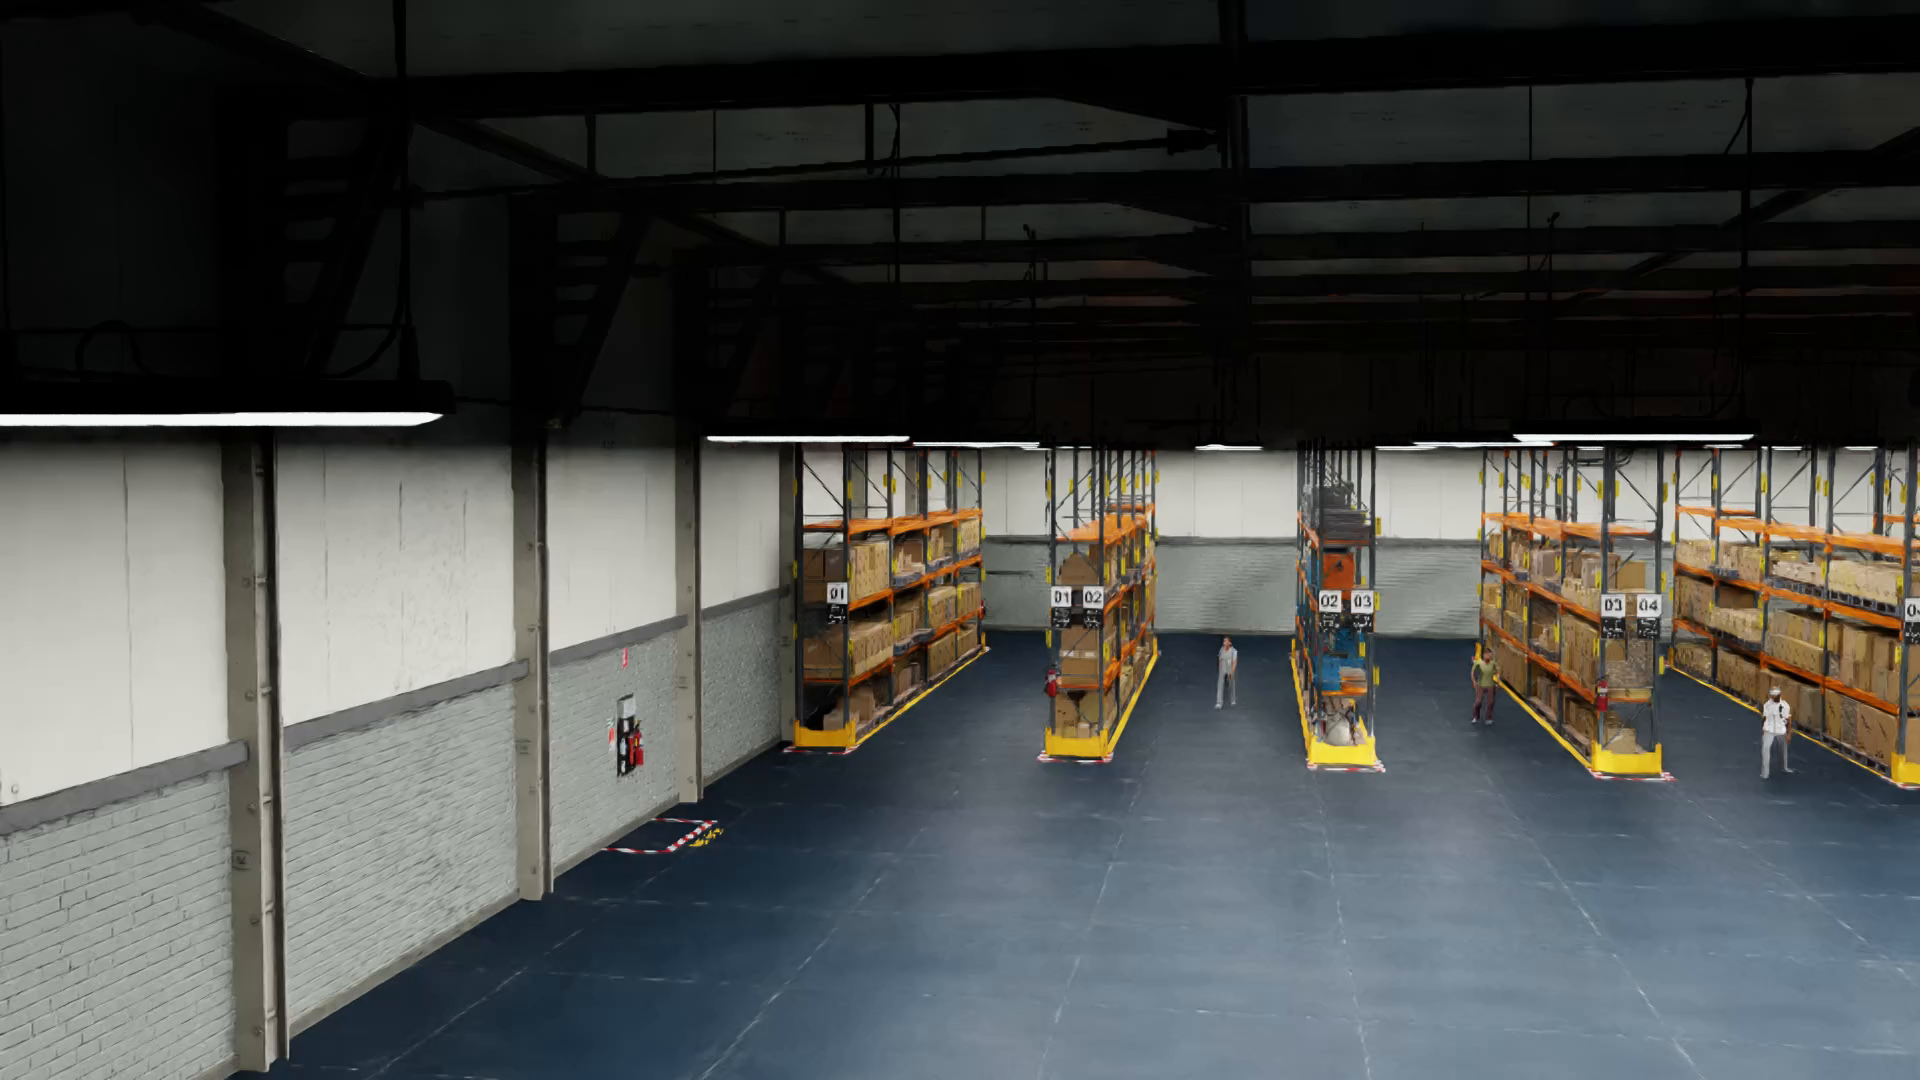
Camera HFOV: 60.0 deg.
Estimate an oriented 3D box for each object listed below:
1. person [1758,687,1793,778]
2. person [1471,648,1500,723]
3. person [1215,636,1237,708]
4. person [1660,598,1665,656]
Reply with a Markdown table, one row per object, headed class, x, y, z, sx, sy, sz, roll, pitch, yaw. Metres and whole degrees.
| class | x | y | z | sx | sy | sz | roll | pitch | yaw |
| --- | --- | --- | --- | --- | --- | --- | --- | --- | --- |
| person | 14.388 | 3.361 | 29.295 | 0.502 | 1.613 | 0.944 | 2 | 4 | 32 |
| person | 11.071 | 3.065 | 35.048 | 0.598 | 1.618 | 0.507 | 0 | 3 | 8 |
| person | 5.979 | 2.939 | 37.164 | 0.445 | 1.605 | 1.010 | 1 | 3 | 19 |
| person | 19.401 | 2.393 | 46.420 | 0.531 | 1.748 | 0.666 | 1 | 3 | 23 |
